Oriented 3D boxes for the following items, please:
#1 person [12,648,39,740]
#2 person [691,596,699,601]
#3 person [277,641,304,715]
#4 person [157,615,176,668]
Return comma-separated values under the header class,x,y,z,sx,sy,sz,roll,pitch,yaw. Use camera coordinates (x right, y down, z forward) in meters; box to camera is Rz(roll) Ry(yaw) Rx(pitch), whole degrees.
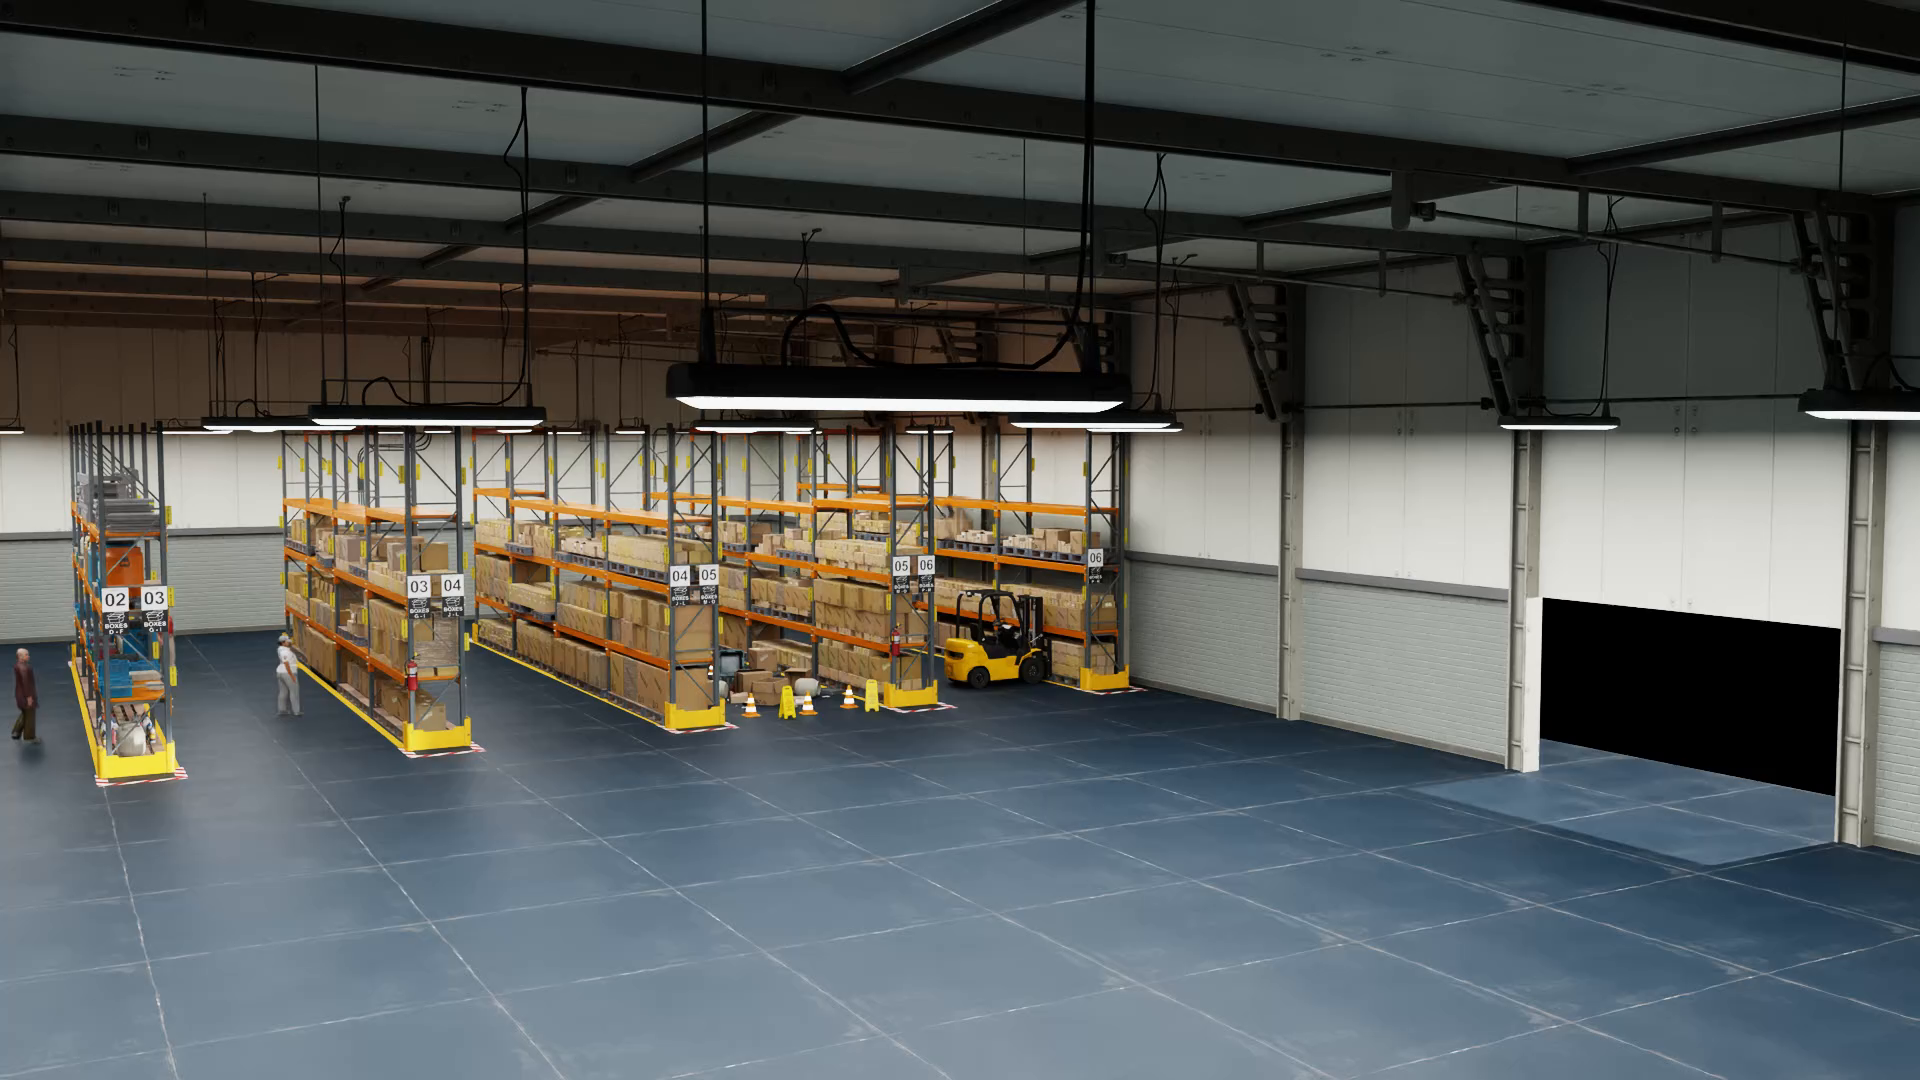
class,x,y,z,sx,sy,sz,roll,pitch,yaw
person,-17.452,2.873,31.065,0.584,1.709,0.494,2,4,31
person,-6.725,2.258,42.318,0.536,1.686,0.375,2,4,29
person,-13.784,2.784,34.189,0.551,1.640,0.456,3,5,42
person,-19.187,2.371,40.029,0.483,1.621,0.808,-3,4,-37
